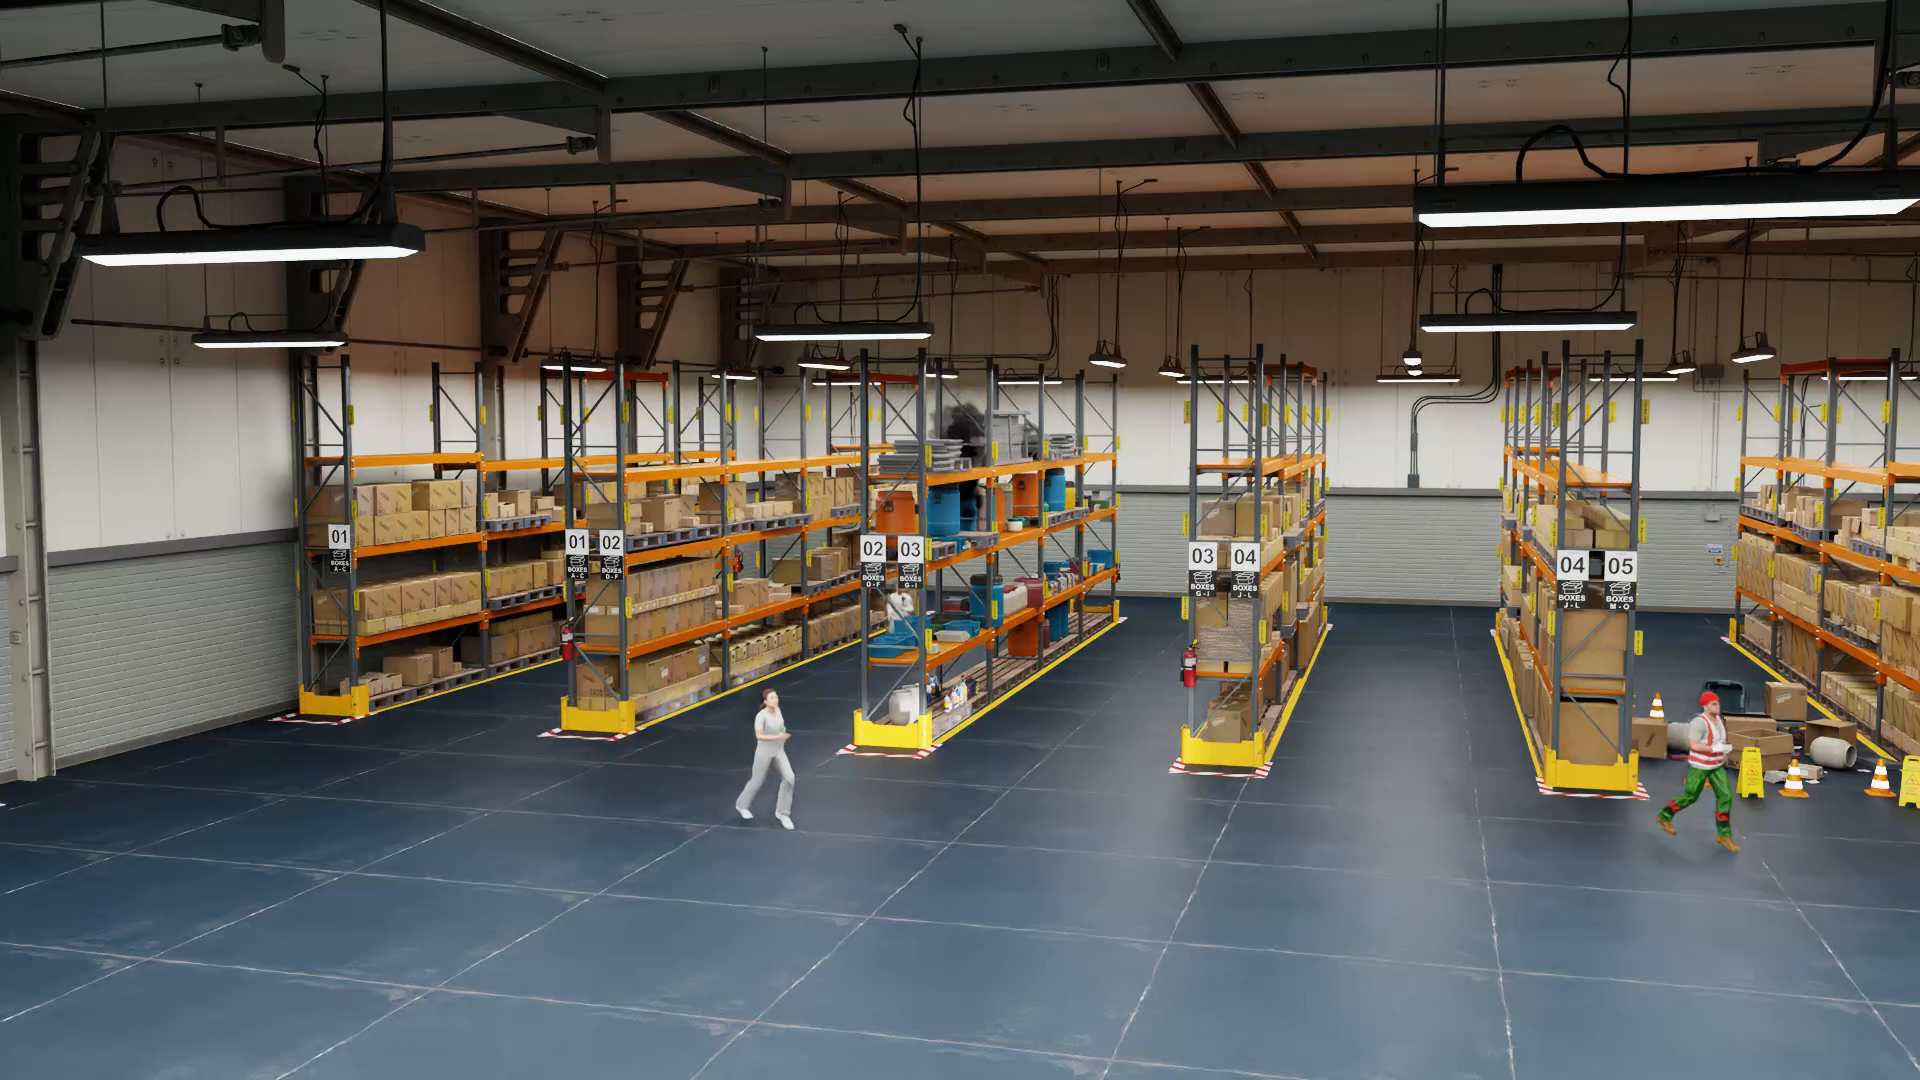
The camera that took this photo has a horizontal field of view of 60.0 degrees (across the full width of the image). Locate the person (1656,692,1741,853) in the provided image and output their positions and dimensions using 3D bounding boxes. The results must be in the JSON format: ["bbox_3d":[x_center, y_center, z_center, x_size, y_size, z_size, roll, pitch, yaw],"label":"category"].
[{"bbox_3d":[8.649,2.652,19.374,0.672,1.817,0.973,-2,5,-29],"label":"person"}]

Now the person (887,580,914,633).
[{"bbox_3d":[-1.221,1.615,33.413,0.595,1.663,0.757,1,4,8],"label":"person"}]

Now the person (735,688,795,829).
[{"bbox_3d":[-2.354,2.647,20.330,0.890,1.709,0.573,4,6,42],"label":"person"}]
